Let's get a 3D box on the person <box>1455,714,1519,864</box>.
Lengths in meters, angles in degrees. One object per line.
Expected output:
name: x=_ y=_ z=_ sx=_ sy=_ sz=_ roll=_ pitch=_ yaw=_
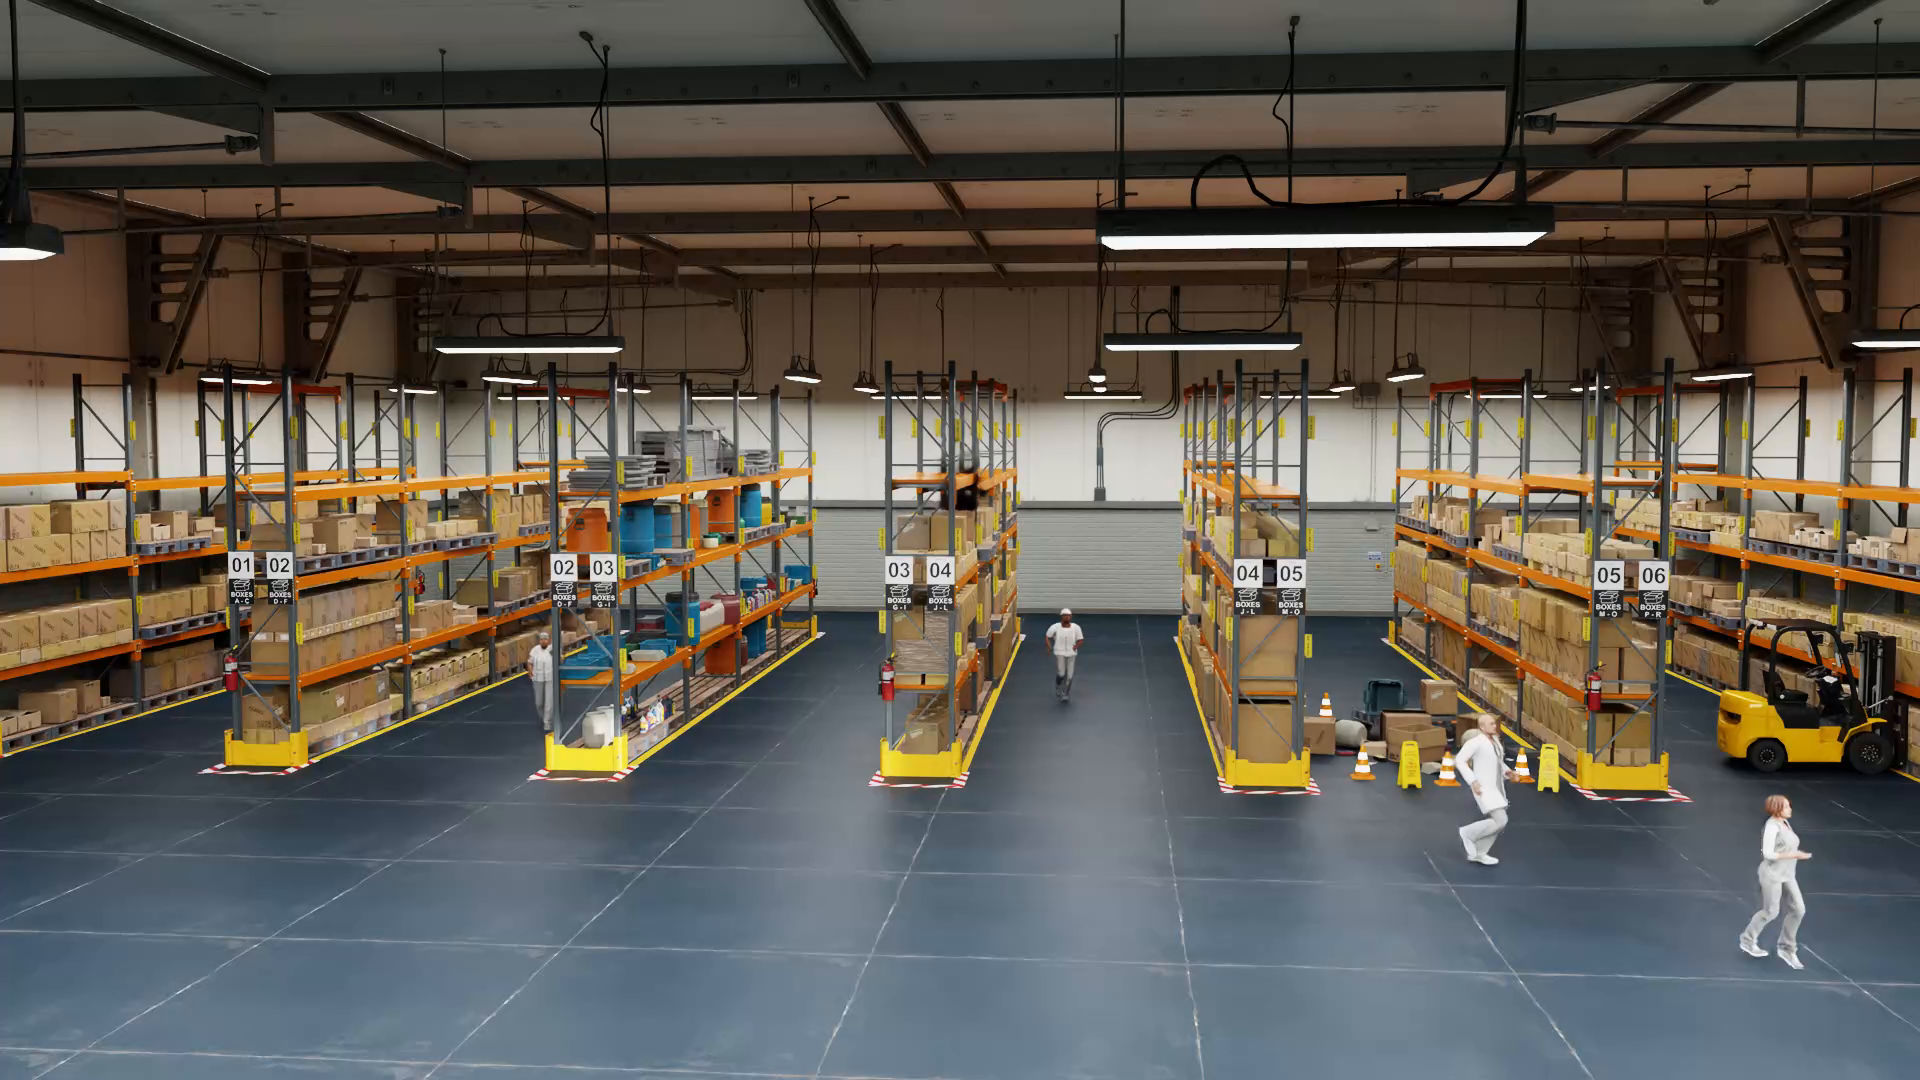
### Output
person: x=6.099 y=2.873 z=19.122 sx=0.700 sy=1.729 sz=0.627 roll=-3 pitch=5 yaw=-43

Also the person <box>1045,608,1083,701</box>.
person: x=1.941 y=2.122 z=30.624 sx=0.691 sy=1.723 sz=0.586 roll=0 pitch=4 yaw=-5

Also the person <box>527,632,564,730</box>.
person: x=-6.995 y=2.351 z=28.063 sx=0.597 sy=1.634 sz=0.754 roll=-1 pitch=4 yaw=-11

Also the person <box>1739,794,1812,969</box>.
person: x=7.642 y=3.194 z=15.561 sx=0.524 sy=1.645 sz=0.636 roll=-3 pitch=5 yaw=-40
